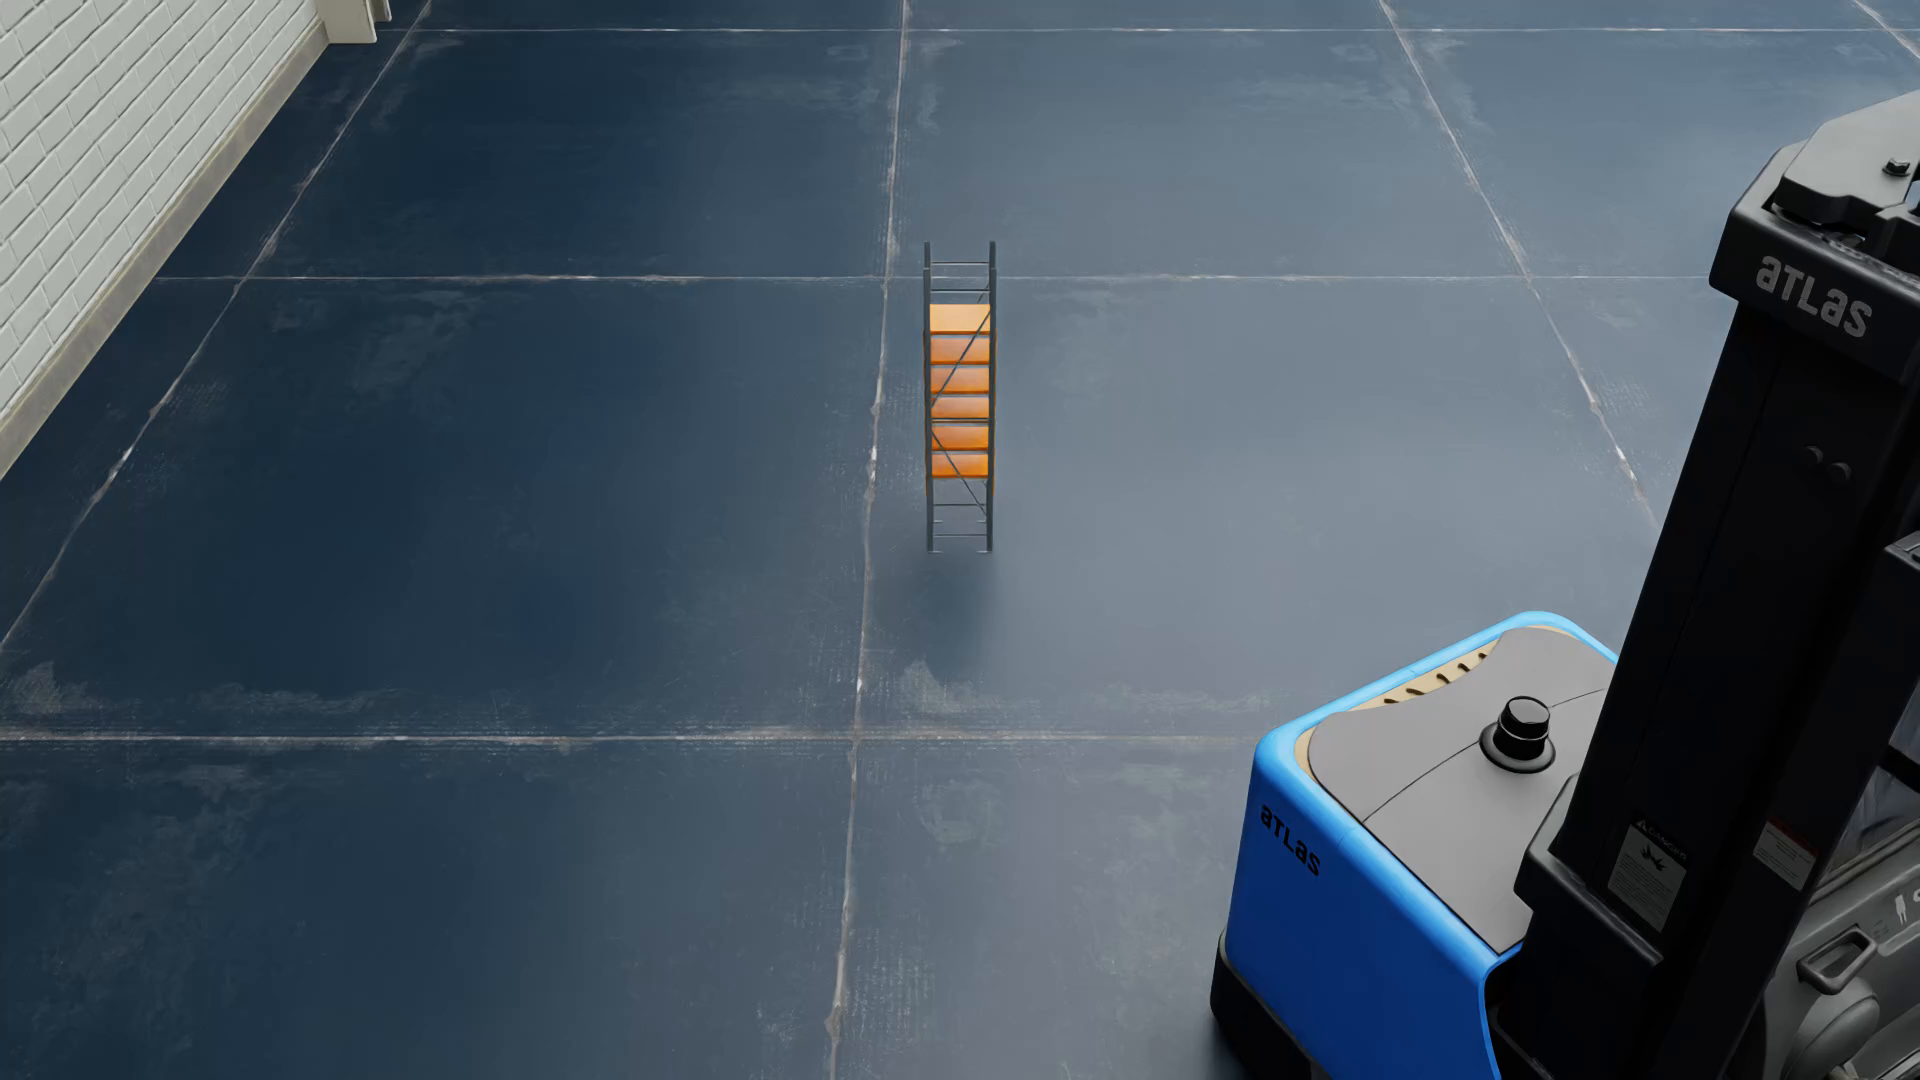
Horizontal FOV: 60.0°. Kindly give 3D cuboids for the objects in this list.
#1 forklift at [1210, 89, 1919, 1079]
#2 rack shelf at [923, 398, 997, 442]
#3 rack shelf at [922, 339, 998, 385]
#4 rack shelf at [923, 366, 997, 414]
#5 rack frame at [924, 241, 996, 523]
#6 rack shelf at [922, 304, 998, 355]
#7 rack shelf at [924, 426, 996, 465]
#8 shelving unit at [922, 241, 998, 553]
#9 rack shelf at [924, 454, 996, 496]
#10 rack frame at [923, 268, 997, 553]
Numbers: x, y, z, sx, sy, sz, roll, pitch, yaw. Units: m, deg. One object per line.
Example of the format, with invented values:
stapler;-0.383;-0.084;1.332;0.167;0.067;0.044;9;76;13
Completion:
forklift;1.876;0.800;2.908;1.130;2.935;3.031;-21;43;-24
rack shelf;0.000;-0.443;5.914;0.258;0.103;0.180;0;39;0
rack shelf;0.000;-0.630;5.764;0.258;0.103;0.180;0;39;0
rack shelf;0.000;-0.536;5.839;0.258;0.103;0.180;0;39;0
rack frame;0.000;-0.534;5.957;0.240;1.200;0.006;0;39;0
rack shelf;0.000;-0.723;5.689;0.258;0.103;0.180;0;39;0
rack shelf;0.000;-0.349;5.989;0.258;0.103;0.180;0;39;0
shelving unit;0.000;-0.477;5.886;0.258;1.200;0.189;0;39;0
rack shelf;0.000;-0.255;6.064;0.258;0.103;0.180;0;39;0
rack frame;0.000;-0.420;5.815;0.240;1.200;0.006;0;39;0
